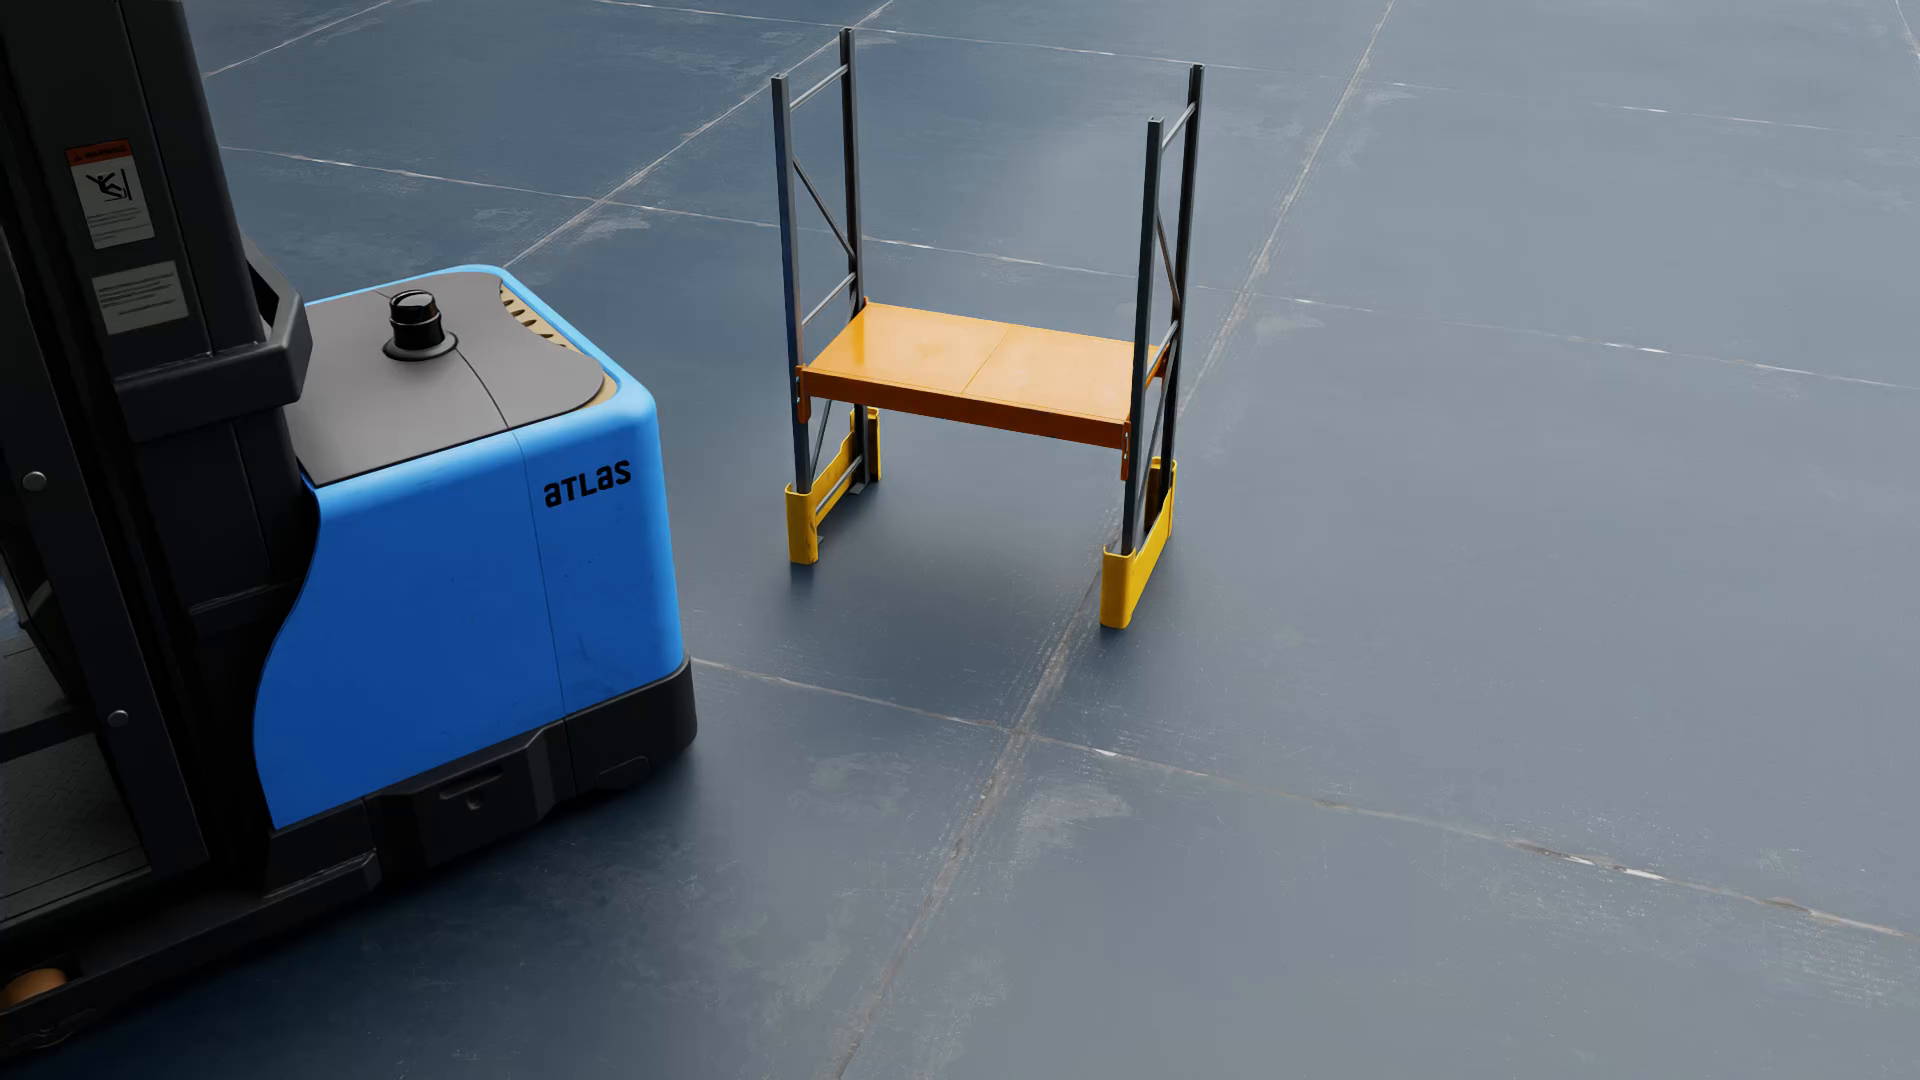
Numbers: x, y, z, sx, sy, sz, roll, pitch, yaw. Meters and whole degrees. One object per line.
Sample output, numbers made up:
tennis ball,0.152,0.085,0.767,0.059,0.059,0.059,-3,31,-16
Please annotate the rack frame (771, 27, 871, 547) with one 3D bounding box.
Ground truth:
rack frame,-0.398,-0.708,4.963,0.032,1.500,0.500,11,34,16

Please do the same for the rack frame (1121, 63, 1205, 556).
rack frame,0.559,-0.521,4.675,0.032,1.500,0.500,11,34,16

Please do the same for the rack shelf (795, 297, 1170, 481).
rack shelf,0.080,-0.463,4.917,1.000,0.185,0.538,11,34,16

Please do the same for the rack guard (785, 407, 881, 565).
rack guard,-0.397,-0.182,5.302,0.087,0.250,0.587,11,34,16

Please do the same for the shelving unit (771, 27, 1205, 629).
shelving unit,0.072,-0.616,4.822,1.083,1.500,0.587,11,34,16

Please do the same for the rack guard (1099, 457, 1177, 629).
rack guard,0.541,0.000,5.019,0.087,0.250,0.587,11,34,16

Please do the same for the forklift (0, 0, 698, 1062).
forklift,-2.181,-0.410,3.183,3.031,2.935,1.130,-21,38,-29
